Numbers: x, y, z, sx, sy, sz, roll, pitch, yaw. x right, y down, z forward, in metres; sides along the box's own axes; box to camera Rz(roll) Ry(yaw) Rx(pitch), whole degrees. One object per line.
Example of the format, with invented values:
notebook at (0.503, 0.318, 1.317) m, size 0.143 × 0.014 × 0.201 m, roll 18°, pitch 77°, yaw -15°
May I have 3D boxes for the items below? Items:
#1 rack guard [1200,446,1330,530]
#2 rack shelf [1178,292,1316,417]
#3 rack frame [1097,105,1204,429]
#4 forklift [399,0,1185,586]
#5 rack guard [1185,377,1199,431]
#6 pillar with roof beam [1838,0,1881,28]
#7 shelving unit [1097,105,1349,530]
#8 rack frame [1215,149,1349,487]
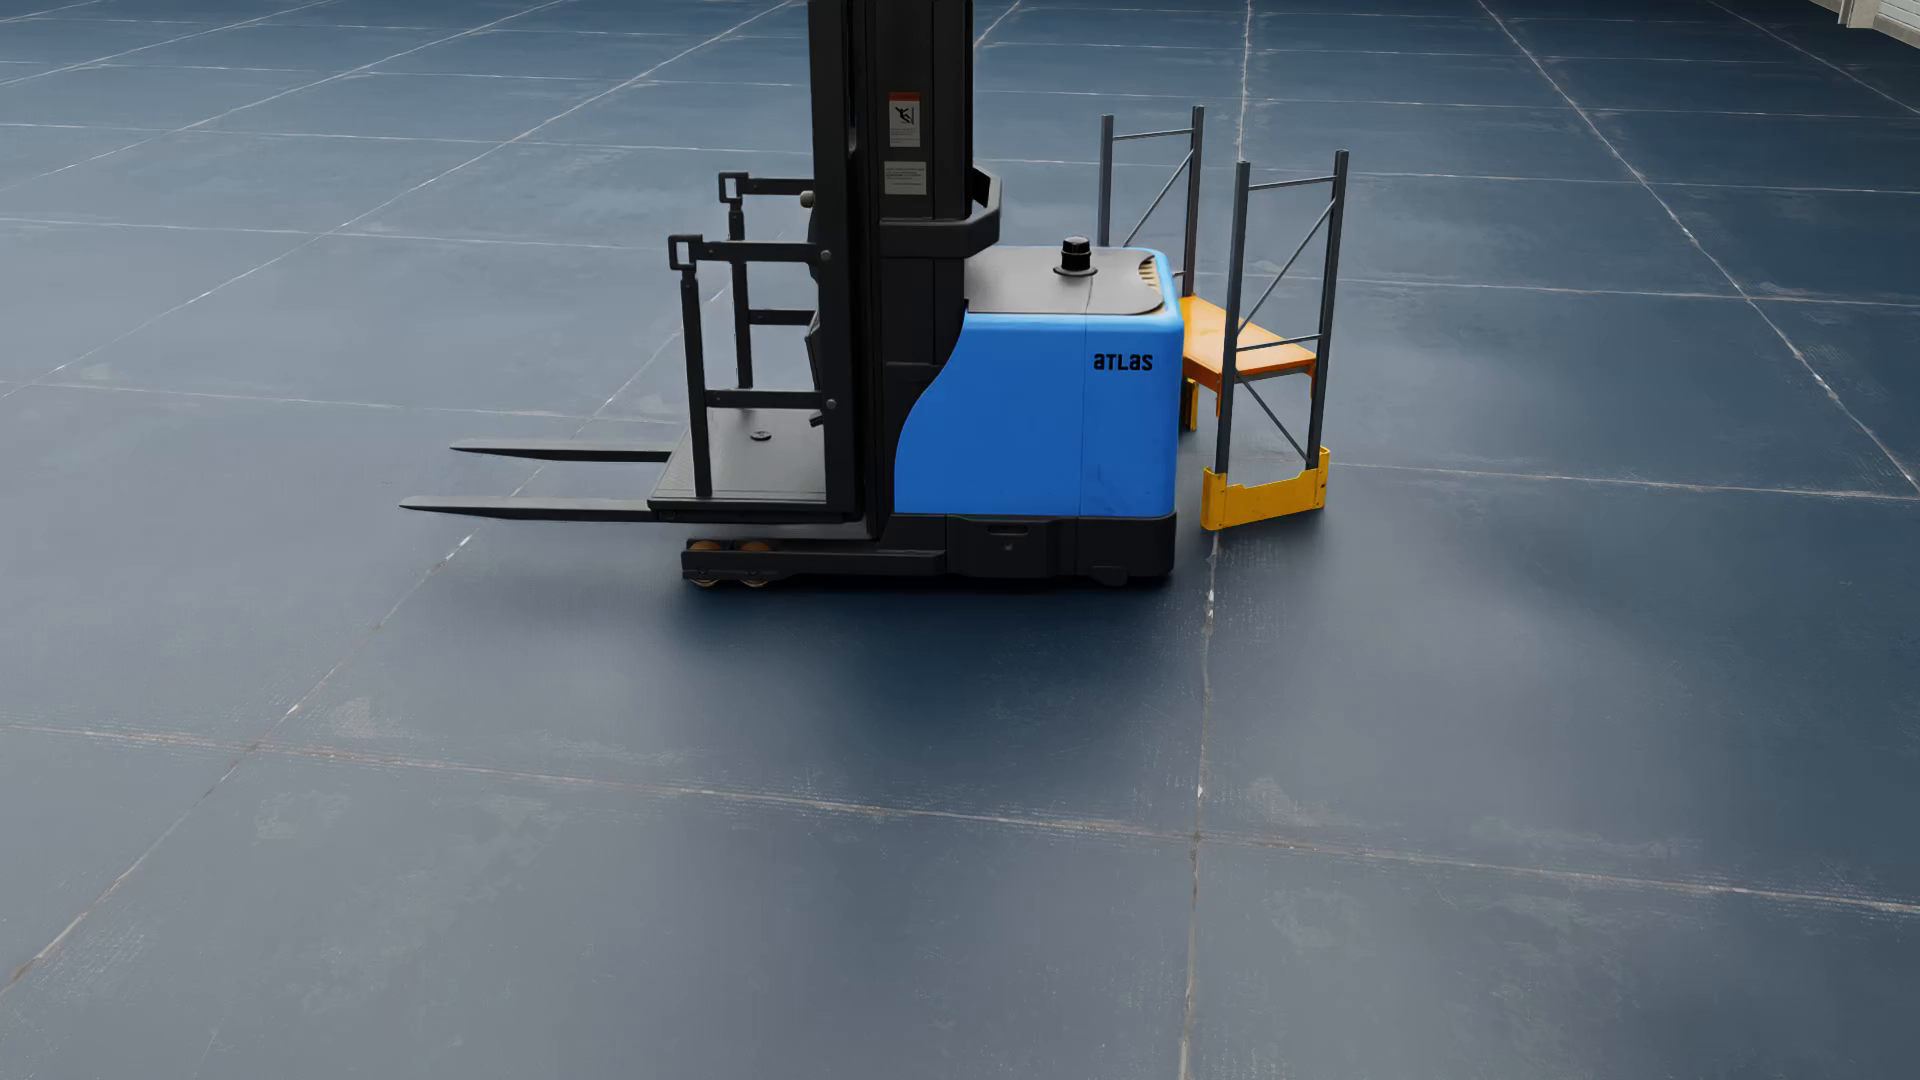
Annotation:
rack guard at (1.271, -0.218, 6.922) m, size 0.587 × 0.250 × 0.087 m, roll -11°, pitch 27°, yaw -23°
rack shelf at (1.053, -0.816, 7.148) m, size 0.538 × 0.185 × 1.000 m, roll -11°, pitch 27°, yaw -23°
rack frame at (0.835, -1.173, 7.487) m, size 0.500 × 1.500 × 0.032 m, roll -11°, pitch 27°, yaw -23°
forklift at (-0.674, -1.373, 6.225) m, size 3.031 × 2.935 × 1.130 m, roll 1°, pitch 25°, yaw 2°
rack guard at (0.843, -0.600, 7.736) m, size 0.587 × 0.250 × 0.087 m, roll -11°, pitch 27°, yaw -23°
pillar with roof beam at (6.478, -10.528, 18.628) m, size 9.100 × 9.000 × 0.400 m, roll 4°, pitch 25°, yaw 9°
shelving unit at (1.057, -0.975, 7.064) m, size 0.587 × 1.500 × 1.083 m, roll -11°, pitch 27°, yaw -23°
rack frame at (1.272, -0.784, 6.656) m, size 0.500 × 1.500 × 0.032 m, roll -11°, pitch 27°, yaw -23°
